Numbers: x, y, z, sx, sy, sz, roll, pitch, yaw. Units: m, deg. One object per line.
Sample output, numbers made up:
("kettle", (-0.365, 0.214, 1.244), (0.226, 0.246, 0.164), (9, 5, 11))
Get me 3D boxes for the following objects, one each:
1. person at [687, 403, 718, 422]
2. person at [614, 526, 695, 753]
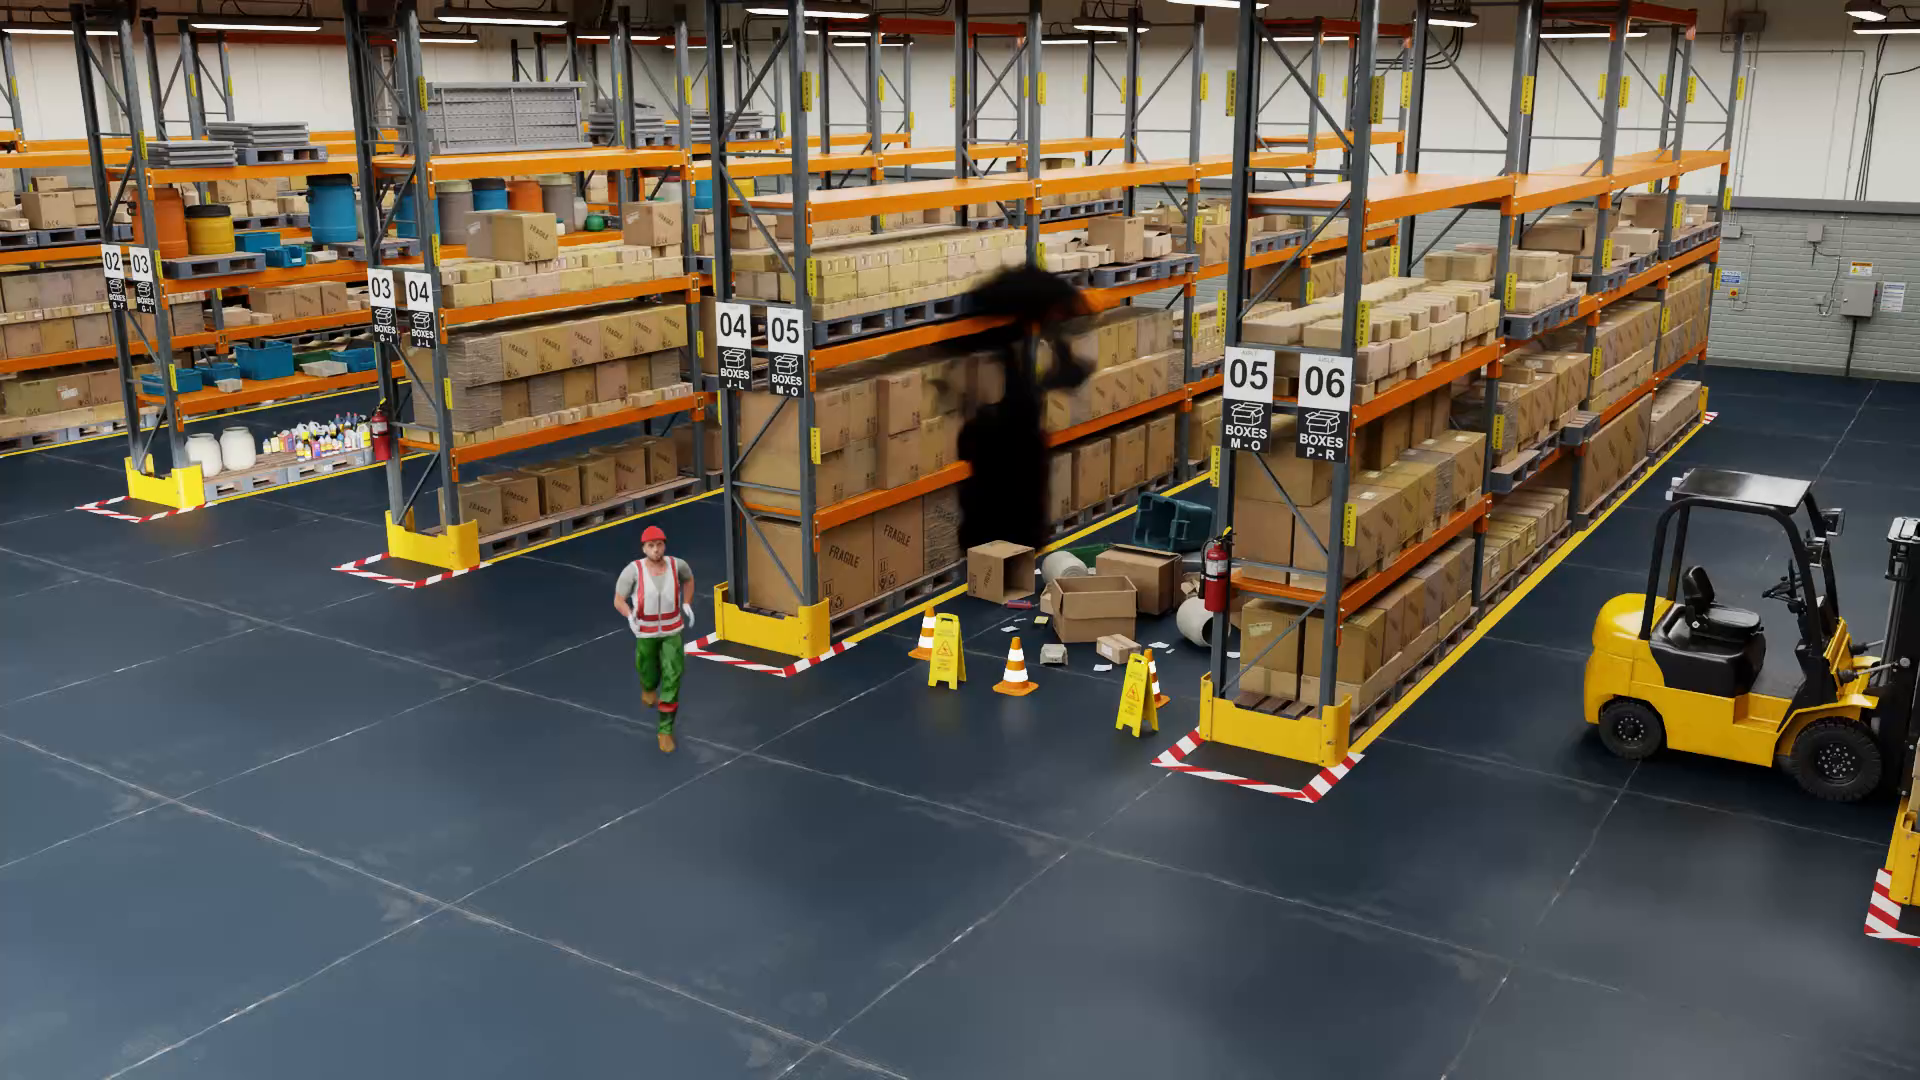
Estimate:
("person", (-3.693, -2.147, 24.057), (0.656, 1.627, 0.968), (9, 18, 29))
("person", (-2.424, 0.738, 13.347), (0.666, 1.788, 0.866), (-5, 16, -18))
